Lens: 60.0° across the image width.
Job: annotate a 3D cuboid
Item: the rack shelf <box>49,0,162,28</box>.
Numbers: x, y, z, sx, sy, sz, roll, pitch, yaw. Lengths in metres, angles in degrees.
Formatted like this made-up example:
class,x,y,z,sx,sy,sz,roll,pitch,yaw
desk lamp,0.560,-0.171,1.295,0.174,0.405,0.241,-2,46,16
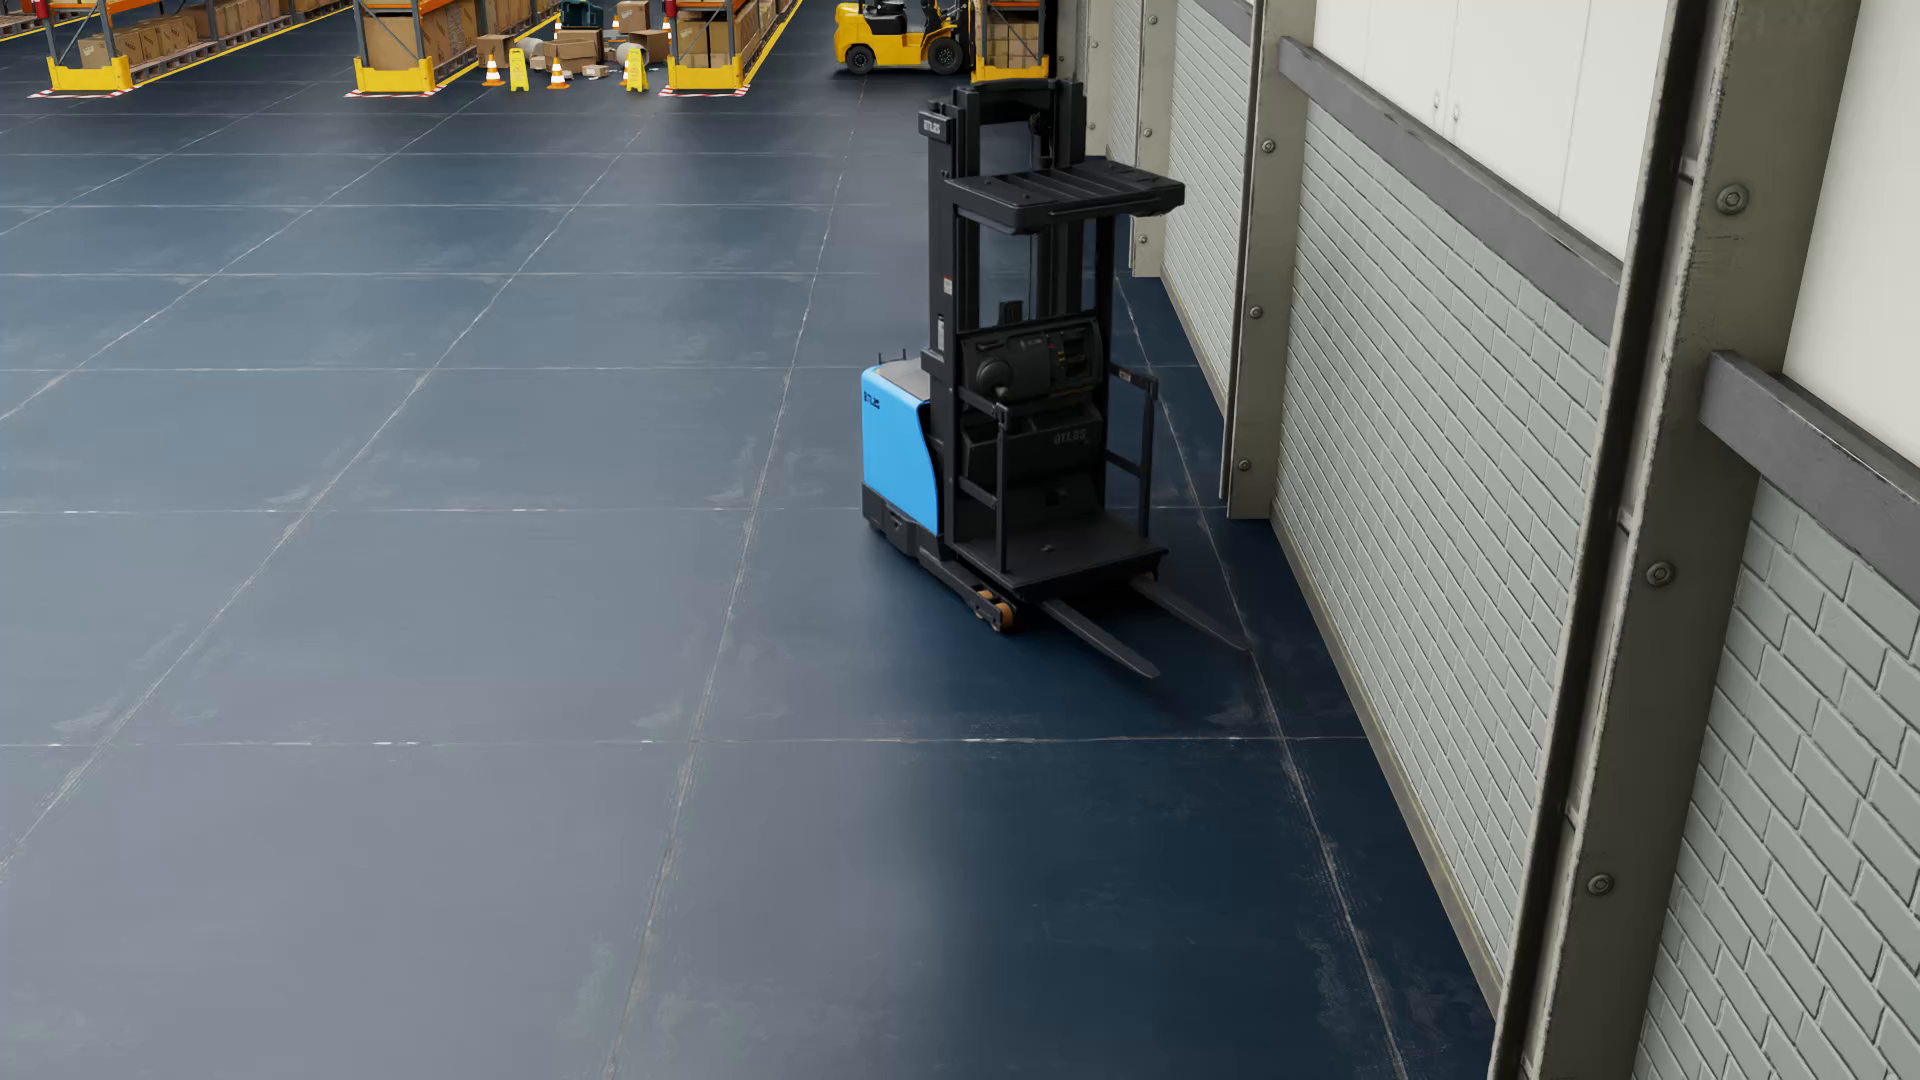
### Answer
class,x,y,z,sx,sy,sz,roll,pitch,yaw
rack shelf,-14.048,-9.145,28.203,1.077,0.370,4.000,0,24,-1

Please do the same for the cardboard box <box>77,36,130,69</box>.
class,x,y,z,sx,sy,sz,roll,pitch,yaw
cardboard box,-14.017,-7.959,27.231,0.500,0.500,0.500,4,25,9

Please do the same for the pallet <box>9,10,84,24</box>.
class,x,y,z,sx,sy,sz,roll,pitch,yaw
pallet,-19.117,-10.977,34.765,1.003,0.211,1.213,0,24,-1

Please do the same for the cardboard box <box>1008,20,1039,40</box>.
class,x,y,z,sx,sy,sz,roll,pitch,yaw
cardboard box,1.030,-8.310,27.098,0.500,0.250,0.500,-1,24,-1

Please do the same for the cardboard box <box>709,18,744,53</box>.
class,x,y,z,sx,sy,sz,roll,pitch,yaw
cardboard box,-3.850,-8.317,27.416,0.500,0.500,0.500,-1,24,-2

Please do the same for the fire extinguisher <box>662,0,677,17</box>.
class,x,y,z,sx,sy,sz,roll,pitch,yaw
fire extinguisher,-4.577,-8.609,26.239,0.296,0.674,0.183,0,24,-1

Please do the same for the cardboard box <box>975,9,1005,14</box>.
class,x,y,z,sx,sy,sz,roll,pitch,yaw
cardboard box,0.504,-8.927,28.461,0.500,0.250,0.500,-1,24,-2

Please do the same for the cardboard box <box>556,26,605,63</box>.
class,x,y,z,sx,sy,sz,roll,pitch,yaw
cardboard box,-6.686,-8.715,29.245,0.797,0.637,0.503,0,24,-1

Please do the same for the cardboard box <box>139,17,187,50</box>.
class,x,y,z,sx,sy,sz,roll,pitch,yaw
cardboard box,-14.092,-8.949,29.419,0.500,0.500,0.500,8,25,16

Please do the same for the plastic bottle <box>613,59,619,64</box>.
class,x,y,z,sx,sy,sz,roll,pitch,yaw
plastic bottle,-6.022,-8.463,29.387,0.133,0.061,0.283,4,25,9

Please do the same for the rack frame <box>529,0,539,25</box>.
class,x,y,z,sx,sy,sz,roll,pitch,yaw
rack frame,-9.153,-11.926,33.479,1.000,3.000,0.127,0,24,-1

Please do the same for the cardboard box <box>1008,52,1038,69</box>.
class,x,y,z,sx,sy,sz,roll,pitch,yaw
cardboard box,1.036,-7.859,27.314,0.500,0.250,0.500,0,24,0

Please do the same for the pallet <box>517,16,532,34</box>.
class,x,y,z,sx,sy,sz,roll,pitch,yaw
pallet,-9.220,-10.330,33.334,1.003,0.211,1.213,0,24,-1

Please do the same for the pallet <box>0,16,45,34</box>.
class,x,y,z,sx,sy,sz,roll,pitch,yaw
pallet,-19.097,-10.333,33.341,1.003,0.211,1.213,0,24,-1

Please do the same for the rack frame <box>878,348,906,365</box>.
class,x,y,z,sx,sy,sz,roll,pitch,yaw
rack frame,-0.449,-0.774,11.187,0.200,1.050,0.008,-13,28,-27

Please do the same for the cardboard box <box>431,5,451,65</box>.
class,x,y,z,sx,sy,sz,roll,pitch,yaw
cardboard box,-9.151,-8.494,27.960,0.875,0.875,0.875,-1,24,-1

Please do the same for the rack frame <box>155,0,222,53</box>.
class,x,y,z,sx,sy,sz,roll,pitch,yaw
rack frame,-14.070,-10.297,29.877,1.000,3.000,0.127,0,24,-1

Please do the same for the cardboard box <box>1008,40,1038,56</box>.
class,x,y,z,sx,sy,sz,roll,pitch,yaw
cardboard box,1.049,-8.078,27.192,0.500,0.250,0.500,0,24,0

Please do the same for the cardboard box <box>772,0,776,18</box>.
class,x,y,z,sx,sy,sz,roll,pitch,yaw
cardboard box,-4.208,-10.751,33.560,0.950,0.372,0.625,-2,24,-4

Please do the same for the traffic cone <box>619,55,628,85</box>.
class,x,y,z,sx,sy,sz,roll,pitch,yaw
traffic cone,-5.412,-7.709,27.233,0.336,0.463,0.334,0,24,-1

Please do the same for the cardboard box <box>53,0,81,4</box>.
class,x,y,z,sx,sy,sz,roll,pitch,yaw
cardboard box,-14.236,-8.651,26.542,0.380,0.149,0.250,0,24,-1

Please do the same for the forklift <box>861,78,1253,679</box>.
class,x,y,z,sx,sy,sz,roll,pitch,yaw
forklift,0.530,-1.023,9.456,1.130,2.935,3.031,-13,28,-27

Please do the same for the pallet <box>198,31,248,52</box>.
class,x,y,z,sx,sy,sz,roll,pitch,yaw
pallet,-14.080,-9.347,31.161,1.003,0.211,1.213,0,24,-1

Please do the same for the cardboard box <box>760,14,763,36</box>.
class,x,y,z,sx,sy,sz,roll,pitch,yaw
cardboard box,-4.169,-9.552,30.909,0.950,0.372,0.625,0,24,0

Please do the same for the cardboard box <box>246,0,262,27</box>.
class,x,y,z,sx,sy,sz,roll,pitch,yaw
cardboard box,-14.055,-10.269,32.314,0.700,0.500,0.500,2,24,4

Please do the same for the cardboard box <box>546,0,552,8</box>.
class,x,y,z,sx,sy,sz,roll,pitch,yaw
cardboard box,-8.915,-11.478,35.012,0.500,0.500,0.500,0,24,0

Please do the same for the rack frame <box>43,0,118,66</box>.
class,x,y,z,sx,sy,sz,roll,pitch,yaw
rack frame,-14.027,-8.649,26.233,1.000,3.000,0.127,0,24,-1

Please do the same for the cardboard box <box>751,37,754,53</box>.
class,x,y,z,sx,sy,sz,roll,pitch,yaw
cardboard box,-3.869,-8.609,28.972,0.500,0.250,0.500,0,24,0

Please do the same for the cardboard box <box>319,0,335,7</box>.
class,x,y,z,sx,sy,sz,roll,pitch,yaw
cardboard box,-14.103,-11.820,35.314,1.225,0.875,0.875,0,24,0

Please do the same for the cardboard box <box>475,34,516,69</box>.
class,x,y,z,sx,sy,sz,roll,pitch,yaw
cardboard box,-8.066,-8.505,28.945,0.500,0.500,0.500,4,25,9

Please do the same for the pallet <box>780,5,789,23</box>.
class,x,y,z,sx,sy,sz,roll,pitch,yaw
pallet,-4.138,-11.045,34.914,1.003,0.211,1.213,0,24,-1

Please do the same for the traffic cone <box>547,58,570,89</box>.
class,x,y,z,sx,sy,sz,roll,pitch,yaw
traffic cone,-6.518,-7.564,26.912,0.336,0.463,0.334,0,24,-1

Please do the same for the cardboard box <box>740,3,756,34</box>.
class,x,y,z,sx,sy,sz,roll,pitch,yaw
cardboard box,-3.879,-9.170,29.302,0.500,0.500,0.500,0,24,0

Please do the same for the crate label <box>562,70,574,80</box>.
class,x,y,z,sx,sy,sz,roll,pitch,yaw
crate label,-6.589,-7.739,27.695,0.250,0.136,0.298,-14,28,-28

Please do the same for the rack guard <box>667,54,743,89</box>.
class,x,y,z,sx,sy,sz,roll,pitch,yaw
rack guard,-4.118,-7.586,26.916,1.175,0.500,0.348,0,24,-1

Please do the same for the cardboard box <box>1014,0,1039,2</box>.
class,x,y,z,sx,sy,sz,roll,pitch,yaw
cardboard box,1.118,-8.968,26.818,0.500,0.500,0.500,1,24,1

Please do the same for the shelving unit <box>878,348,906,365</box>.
class,x,y,z,sx,sy,sz,roll,pitch,yaw
shelving unit,-0.388,-0.730,11.091,0.215,1.050,0.252,-13,28,-27

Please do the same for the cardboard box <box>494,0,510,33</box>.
class,x,y,z,sx,sy,sz,roll,pitch,yaw
cardboard box,-9.213,-10.097,31.655,1.050,0.750,0.750,0,24,-1

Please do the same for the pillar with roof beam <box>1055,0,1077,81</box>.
class,x,y,z,sx,sy,sz,roll,pitch,yaw
pillar with roof beam,-2.565,-11.722,25.748,9.100,9.000,0.400,0,24,-1

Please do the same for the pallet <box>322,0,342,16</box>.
class,x,y,z,sx,sy,sz,roll,pitch,yaw
pallet,-14.058,-11.501,35.924,1.003,0.211,1.213,0,24,-1

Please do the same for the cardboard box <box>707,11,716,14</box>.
class,x,y,z,sx,sy,sz,roll,pitch,yaw
cardboard box,-4.394,-8.726,28.320,0.500,0.500,0.500,-1,24,-2

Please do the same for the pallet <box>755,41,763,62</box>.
class,x,y,z,sx,sy,sz,roll,pitch,yaw
pallet,-4.118,-8.795,29.939,1.003,0.211,1.213,0,24,-1
